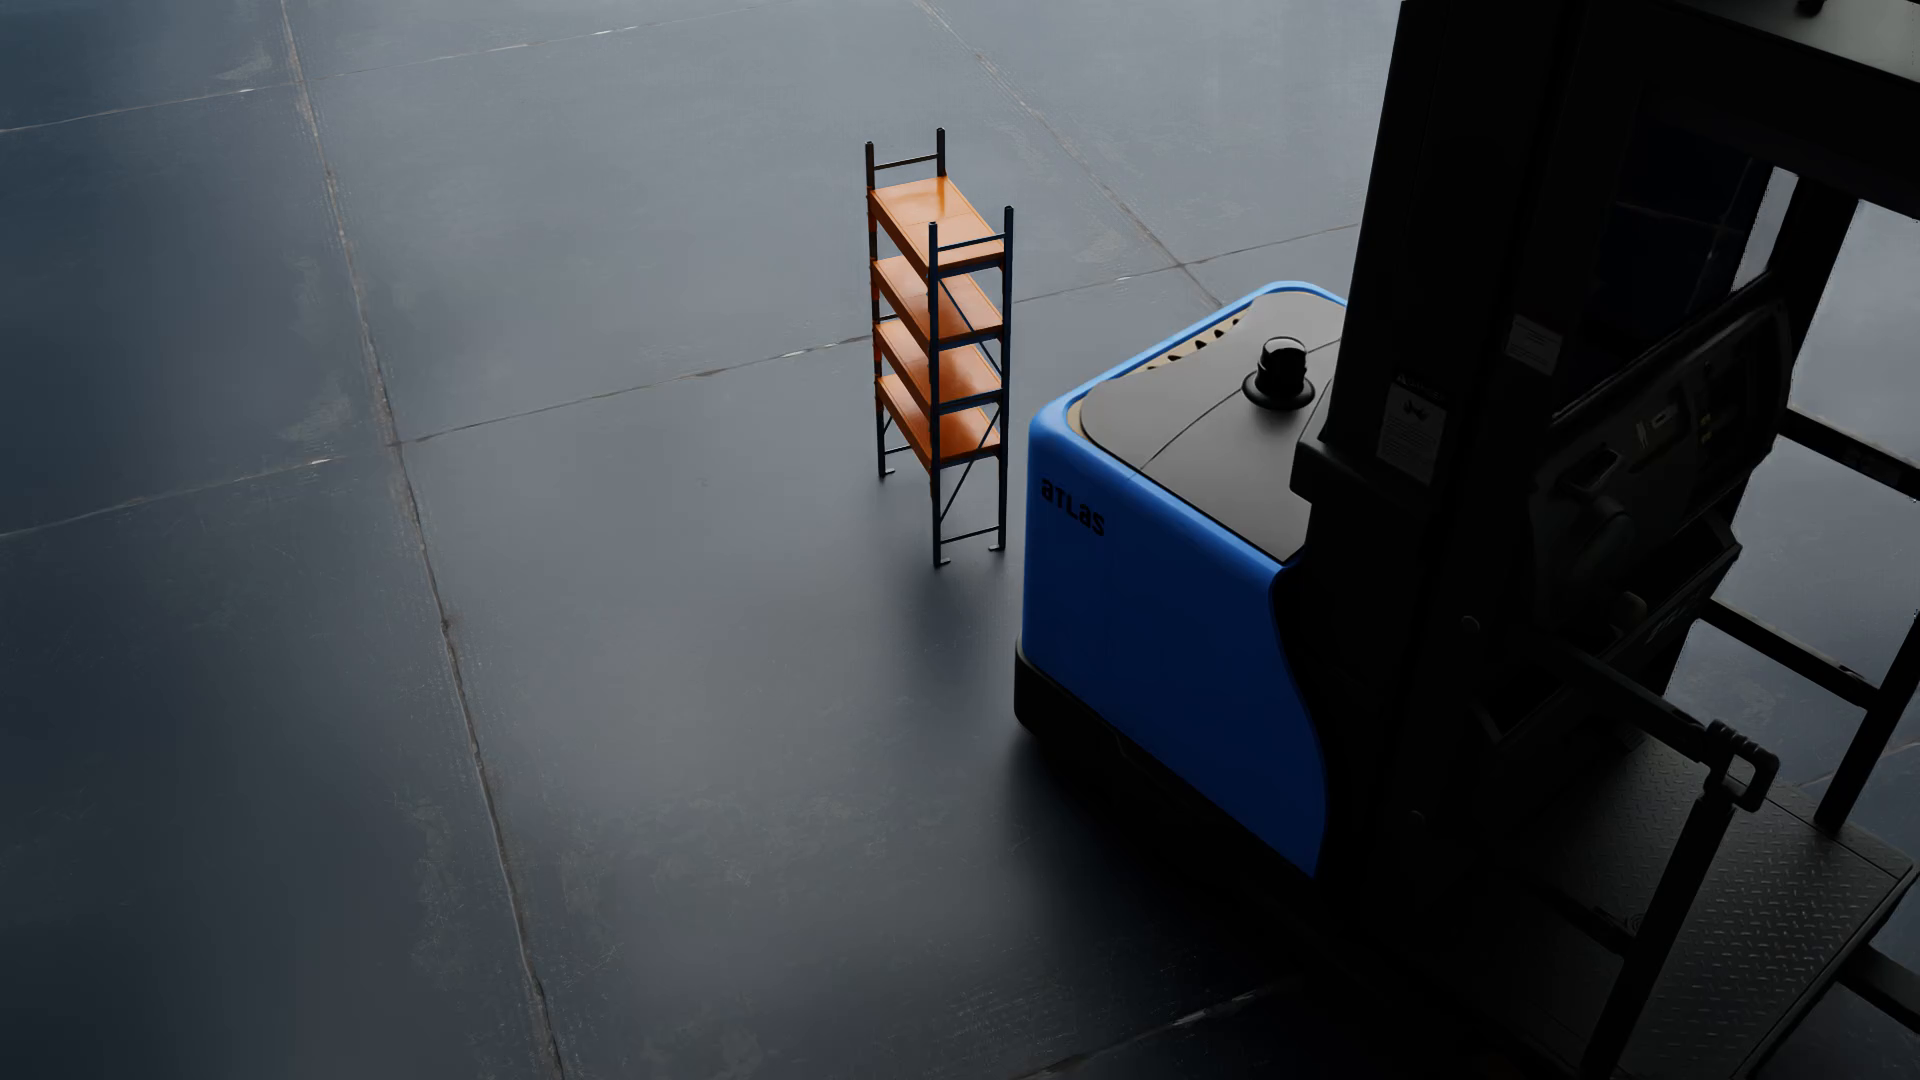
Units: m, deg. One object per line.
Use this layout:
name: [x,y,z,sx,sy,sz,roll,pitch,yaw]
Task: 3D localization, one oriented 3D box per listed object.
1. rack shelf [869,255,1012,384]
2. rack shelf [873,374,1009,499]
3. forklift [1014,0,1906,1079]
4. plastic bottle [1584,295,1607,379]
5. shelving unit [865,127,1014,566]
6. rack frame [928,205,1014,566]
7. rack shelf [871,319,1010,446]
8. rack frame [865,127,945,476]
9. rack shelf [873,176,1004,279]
rack shelf: [-0.063,-0.673,4.873,0.258,0.148,0.480,-15,43,-17]
rack shelf: [-0.063,-0.353,5.148,0.258,0.148,0.480,-15,43,-17]
forklift: [1.139,-0.330,3.435,1.129,2.867,1.939,-30,49,-30]
plastic bottle: [-4.630,-12.580,18.218,4.066,1.202,40.324,-15,43,-17]
shelving unit: [-5.186,-9.193,14.446,0.597,1.949,28.100,-15,43,-17]
rack frame: [0.030,-0.408,4.804,0.240,1.200,0.015,-15,43,-17]
rack shelf: [-5.189,-9.370,14.300,0.597,1.490,28.088,-15,43,-17]
rack frame: [-0.157,-0.702,5.146,0.240,1.200,0.015,-15,43,-17]
rack shelf: [-0.063,-0.882,4.693,0.221,0.050,0.457,-15,43,-17]
